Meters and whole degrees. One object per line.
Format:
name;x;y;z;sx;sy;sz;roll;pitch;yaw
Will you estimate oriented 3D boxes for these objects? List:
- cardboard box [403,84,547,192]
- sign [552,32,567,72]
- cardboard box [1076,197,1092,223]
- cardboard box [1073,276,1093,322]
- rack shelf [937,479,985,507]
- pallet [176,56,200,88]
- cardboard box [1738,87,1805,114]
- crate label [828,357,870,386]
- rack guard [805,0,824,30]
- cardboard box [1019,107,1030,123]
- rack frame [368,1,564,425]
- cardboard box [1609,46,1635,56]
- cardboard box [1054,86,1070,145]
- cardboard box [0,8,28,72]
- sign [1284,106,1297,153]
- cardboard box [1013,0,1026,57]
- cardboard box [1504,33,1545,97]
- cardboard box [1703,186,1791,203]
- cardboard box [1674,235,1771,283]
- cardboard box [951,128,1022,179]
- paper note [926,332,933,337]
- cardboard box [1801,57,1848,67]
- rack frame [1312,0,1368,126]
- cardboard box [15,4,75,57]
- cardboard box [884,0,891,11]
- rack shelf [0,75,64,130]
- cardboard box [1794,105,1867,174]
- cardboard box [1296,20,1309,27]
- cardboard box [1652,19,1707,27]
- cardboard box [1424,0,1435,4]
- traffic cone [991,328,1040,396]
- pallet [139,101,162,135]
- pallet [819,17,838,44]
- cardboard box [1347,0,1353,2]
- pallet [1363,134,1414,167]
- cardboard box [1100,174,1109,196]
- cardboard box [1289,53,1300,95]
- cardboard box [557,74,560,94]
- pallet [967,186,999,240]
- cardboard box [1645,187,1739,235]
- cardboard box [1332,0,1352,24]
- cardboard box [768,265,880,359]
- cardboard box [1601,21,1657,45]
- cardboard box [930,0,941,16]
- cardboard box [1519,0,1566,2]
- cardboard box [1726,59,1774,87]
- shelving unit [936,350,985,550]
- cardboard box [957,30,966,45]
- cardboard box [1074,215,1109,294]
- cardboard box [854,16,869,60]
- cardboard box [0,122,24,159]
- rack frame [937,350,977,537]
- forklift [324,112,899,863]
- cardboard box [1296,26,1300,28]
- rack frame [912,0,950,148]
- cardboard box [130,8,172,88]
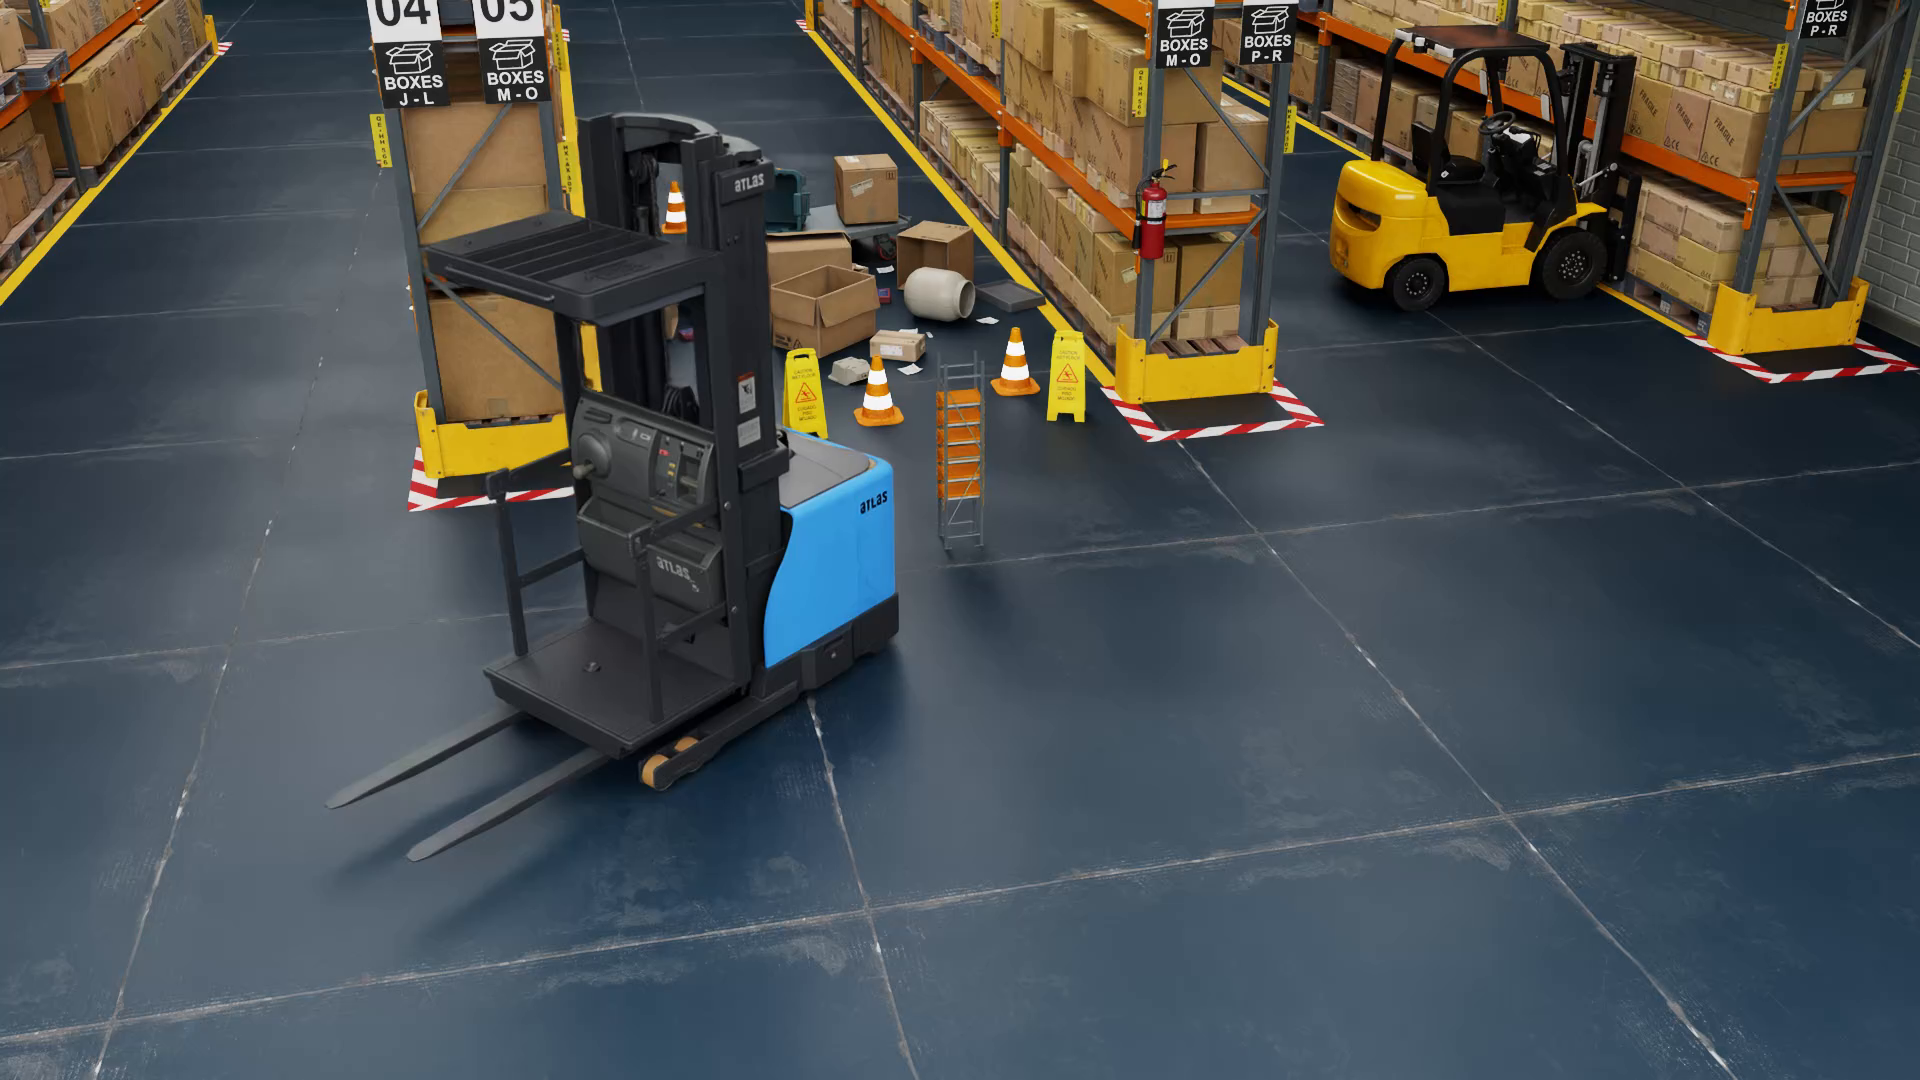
cardboard box;-3.075;-2.602;10.712;0.875;0.550;0.550;-6;27;-12
sign;-3.390;-4.121;14.038;0.100;0.325;0.005;-6;27;-12
cardboard box;1.135;-2.608;13.122;0.380;0.149;0.250;-5;27;-11
cardboard box;1.218;-1.949;13.369;0.500;0.250;0.500;-6;27;-11
rack shelf;0.003;-0.275;10.095;0.258;0.103;0.180;-6;27;-12
pallet;-10.962;-6.329;22.555;1.003;0.211;1.213;-6;27;-12
cardboard box;6.255;-3.397;12.821;0.380;0.149;0.250;-6;27;-11
crate label;-0.825;-1.290;12.654;0.250;0.136;0.298;-23;35;-38
rack guard;-1.840;-8.352;26.243;1.175;0.500;0.348;-6;27;-12
cardboard box;0.736;-3.801;14.730;0.380;0.149;0.250;-5;27;-10
rack frame;-3.029;-1.887;10.659;1.000;3.000;0.127;-6;27;-12
cardboard box;5.849;-4.182;14.376;0.380;0.149;0.250;-7;28;-13
cardboard box;1.067;-3.486;13.387;0.500;0.500;0.500;-6;27;-11
cardboard box;-9.303;-4.704;15.663;0.700;0.500;0.500;-2;27;-4
sign;2.300;-2.875;11.657;0.100;0.325;0.005;-6;27;-12
cardboard box;0.851;-4.372;14.032;0.700;0.500;0.500;-6;27;-11
cardboard box;5.550;-4.519;15.763;0.500;0.500;0.500;-7;28;-13
cardboard box;6.566;-2.795;13.934;0.500;0.250;0.500;-6;27;-12
cardboard box;6.192;-2.304;13.517;0.500;0.250;0.500;-6;27;-12
cardboard box;0.425;-4.054;17.404;0.950;0.372;0.625;-5;27;-10
paper note;-0.249;-1.675;13.557;0.032;0.001;0.123;-6;27;-12
cardboard box;6.740;-3.699;13.088;0.380;0.149;0.250;-5;27;-10
rack frame;4.803;-6.451;19.703;1.000;3.000;0.127;-6;27;-12
cardboard box;-9.531;-5.225;17.162;0.500;0.500;0.500;-5;27;-10
cardboard box;-0.627;-6.520;20.005;0.500;0.250;0.500;-6;27;-12
rack shelf;-9.236;-3.740;15.130;1.077;0.370;4.000;-6;27;-12
cardboard box;6.765;-3.230;13.209;0.500;0.500;0.500;-5;27;-10
cardboard box;4.627;-6.758;21.899;0.380;0.149;0.250;-7;28;-14
cardboard box;6.328;-4.487;14.651;0.380;0.149;0.250;-6;27;-12
cardboard box;5.095;-5.715;17.413;0.380;0.149;0.250;-6;27;-11
traffic cone;0.417;-1.359;12.429;0.336;0.463;0.334;-6;27;-12
pallet;-10.341;-5.119;20.158;1.003;0.211;1.213;-6;27;-12
pallet;-1.578;-7.870;25.607;1.003;0.211;1.213;-6;27;-12
cardboard box;4.641;-6.385;19.184;0.500;0.250;0.500;-6;27;-12
pallet;5.222;-4.307;18.548;1.003;0.211;1.213;-6;27;-12
cardboard box;1.276;-2.679;12.507;0.380;0.149;0.250;-6;27;-12
cardboard box;4.396;-5.907;20.933;0.500;0.500;0.500;-6;27;-12
cardboard box;-3.901;-4.167;15.066;0.500;0.500;0.500;-6;27;-11
pallet;0.693;-3.286;16.527;1.003;0.211;1.213;-6;27;-12
cardboard box;6.078;-2.740;13.825;0.500;0.250;0.500;-5;27;-11
cardboard box;4.665;-6.165;19.301;0.500;0.250;0.500;-6;27;-11
cardboard box;-1.091;-1.833;13.323;0.637;0.503;0.797;19;32;32
cardboard box;5.855;-4.435;14.546;0.380;0.149;0.250;-6;27;-12
cardboard box;-0.032;-5.861;17.627;0.500;0.500;0.500;-5;27;-9
cardboard box;5.825;-5.329;16.648;0.380;0.149;0.250;-7;28;-13
cardboard box;6.234;-3.647;12.986;0.380;0.149;0.250;-6;27;-12
shelving unit;0.003;-0.529;9.967;0.258;1.200;0.189;-6;27;-12
cardboard box;0.177;-5.145;16.927;0.380;0.149;0.250;-5;27;-10
cardboard box;1.216;-2.282;13.196;0.500;0.500;0.500;-5;27;-10
cardboard box;-0.970;-7.032;23.230;0.875;0.438;0.875;-6;27;-12
cardboard box;-9.377;-3.832;15.966;0.500;0.250;0.500;-3;27;-6
rack frame;-0.017;-0.569;10.047;0.240;1.200;0.006;-6;27;-12
forklift;-1.641;-0.372;7.735;1.130;2.935;3.031;20;33;34
cardboard box;4.174;-6.589;21.563;0.380;0.149;0.250;-7;28;-14
rack frame;-0.032;-5.946;18.701;1.000;3.000;0.127;-6;27;-12
cardboard box;-10.659;-6.232;21.160;0.875;0.875;0.875;-6;27;-12
